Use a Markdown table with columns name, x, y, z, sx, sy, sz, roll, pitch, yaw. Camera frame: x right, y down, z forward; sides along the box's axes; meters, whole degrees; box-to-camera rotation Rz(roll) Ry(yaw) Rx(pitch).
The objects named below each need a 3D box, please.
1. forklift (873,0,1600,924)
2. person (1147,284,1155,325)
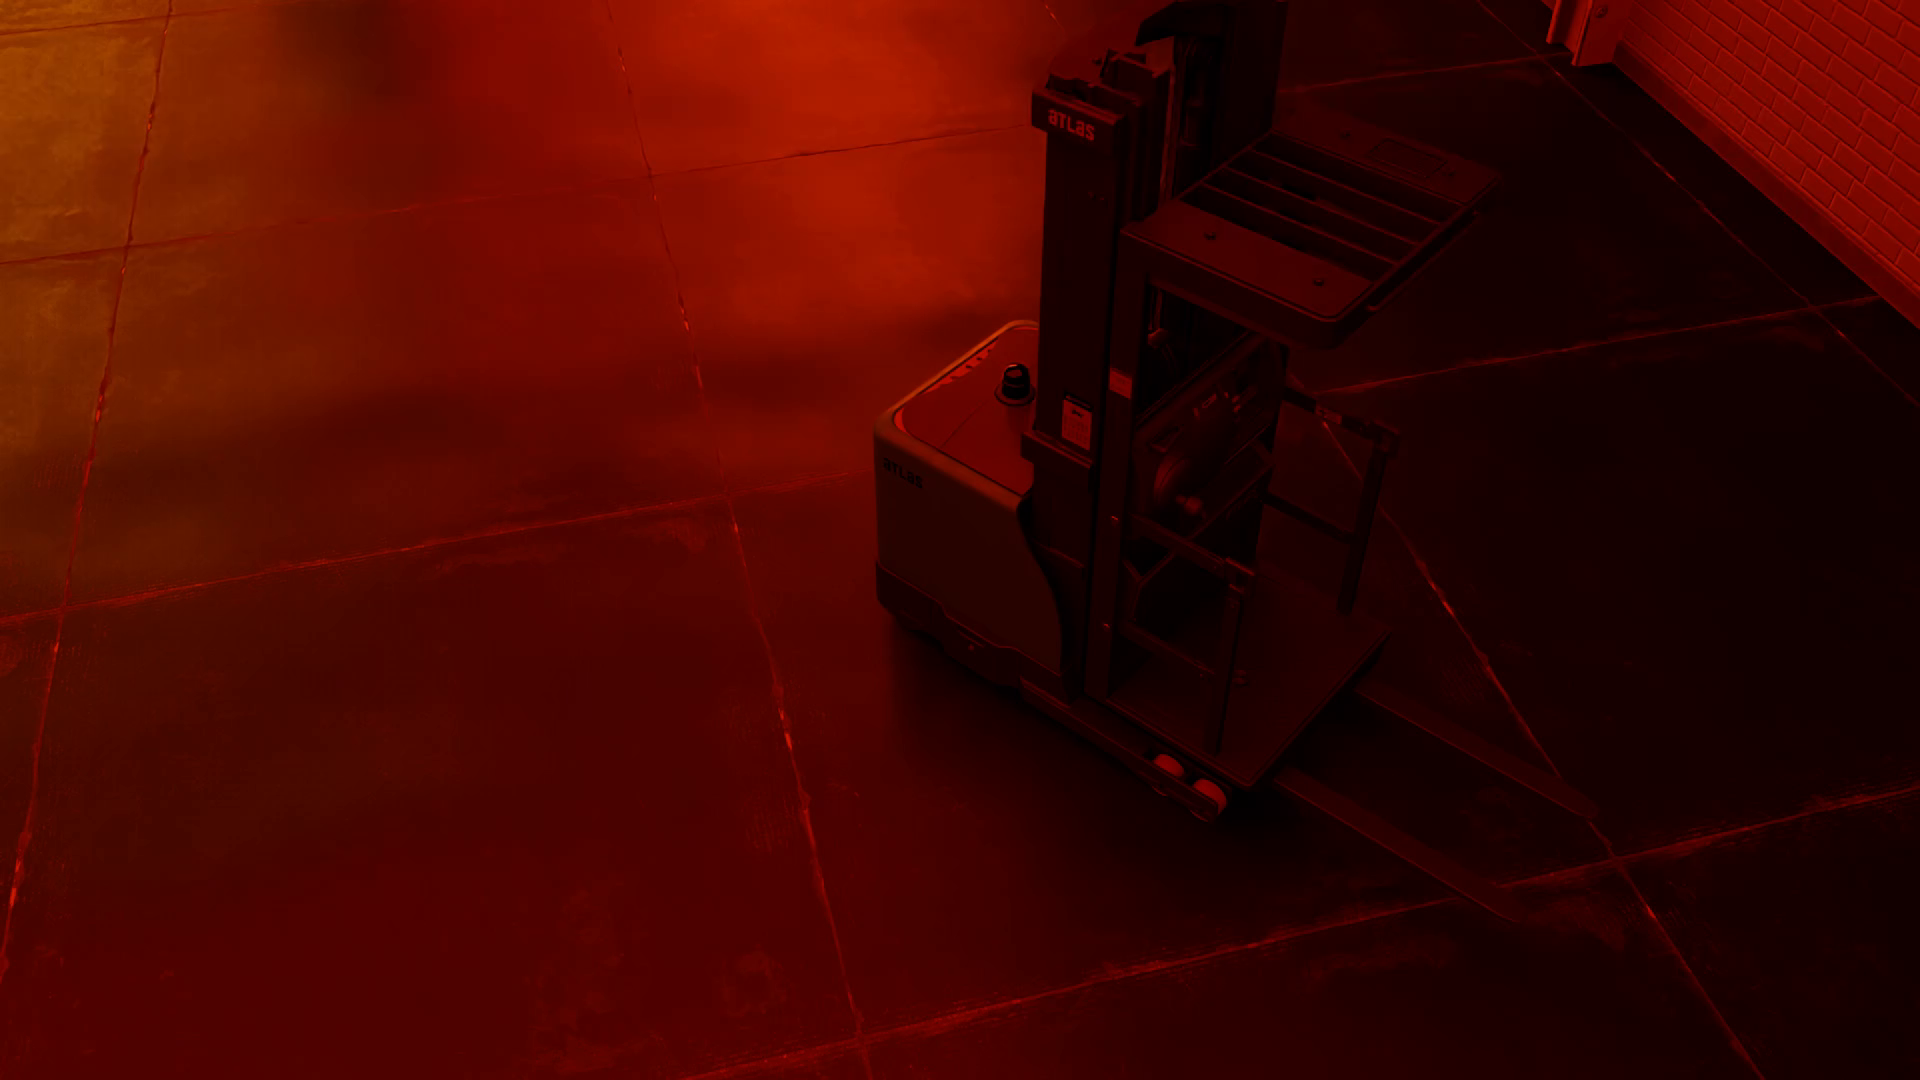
| name | x | y | z | sx | sy | sz | roll | pitch | yaw |
| --- | --- | --- | --- | --- | --- | --- | --- | --- | --- |
| forklift | 1.080 | -0.366 | 6.033 | 3.031 | 2.935 | 1.130 | 30 | 51 | 28 |
| person | 0.740 | -0.906 | 7.600 | 0.653 | 1.567 | 0.354 | 27 | 50 | 25 |
